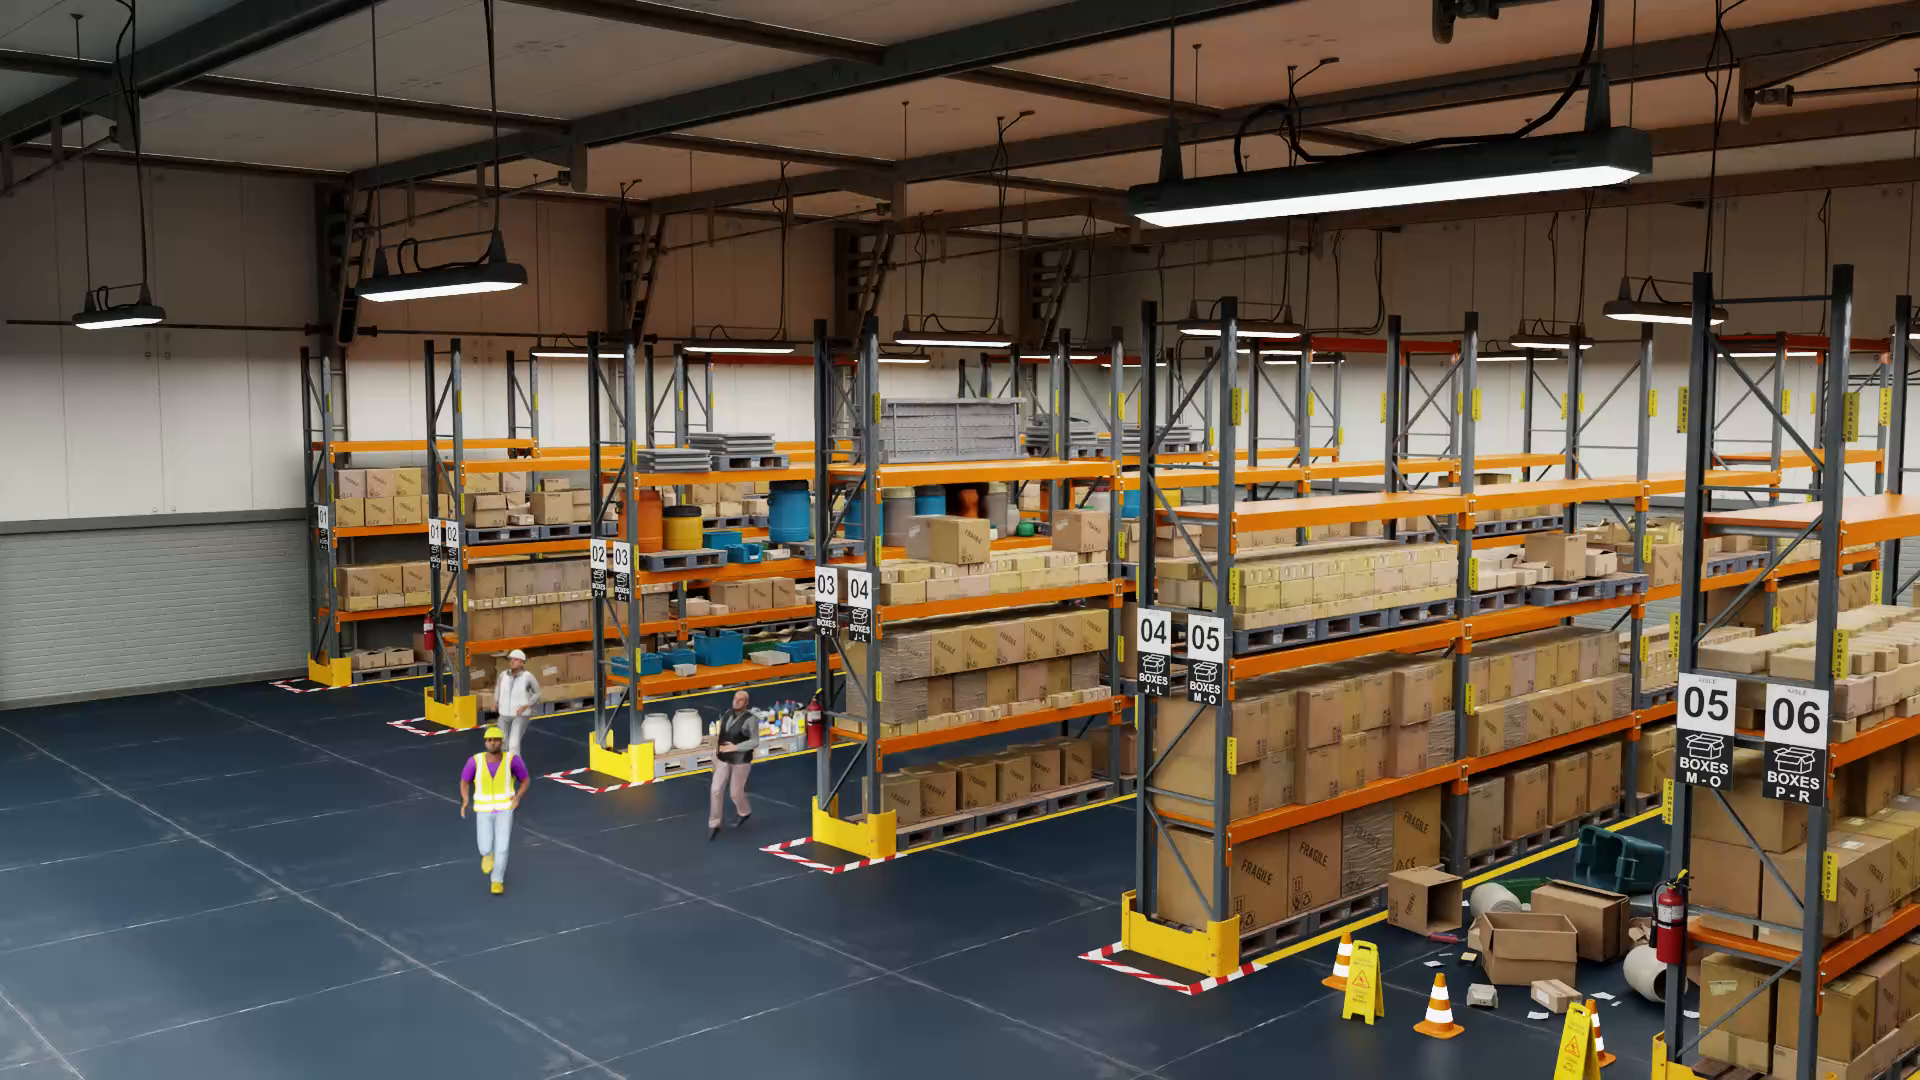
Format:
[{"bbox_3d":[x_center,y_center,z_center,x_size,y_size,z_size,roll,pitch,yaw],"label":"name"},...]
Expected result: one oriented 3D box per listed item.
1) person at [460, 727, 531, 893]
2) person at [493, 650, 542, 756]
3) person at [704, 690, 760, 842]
[{"bbox_3d":[-4.836,2.793,17.324,0.718,1.712,0.578,-1,5,-12],"label":"person"},{"bbox_3d":[-5.984,2.334,22.504,0.682,1.731,0.579,1,5,10],"label":"person"},{"bbox_3d":[-2.589,2.613,19.432,0.645,1.740,0.807,2,6,24],"label":"person"}]
